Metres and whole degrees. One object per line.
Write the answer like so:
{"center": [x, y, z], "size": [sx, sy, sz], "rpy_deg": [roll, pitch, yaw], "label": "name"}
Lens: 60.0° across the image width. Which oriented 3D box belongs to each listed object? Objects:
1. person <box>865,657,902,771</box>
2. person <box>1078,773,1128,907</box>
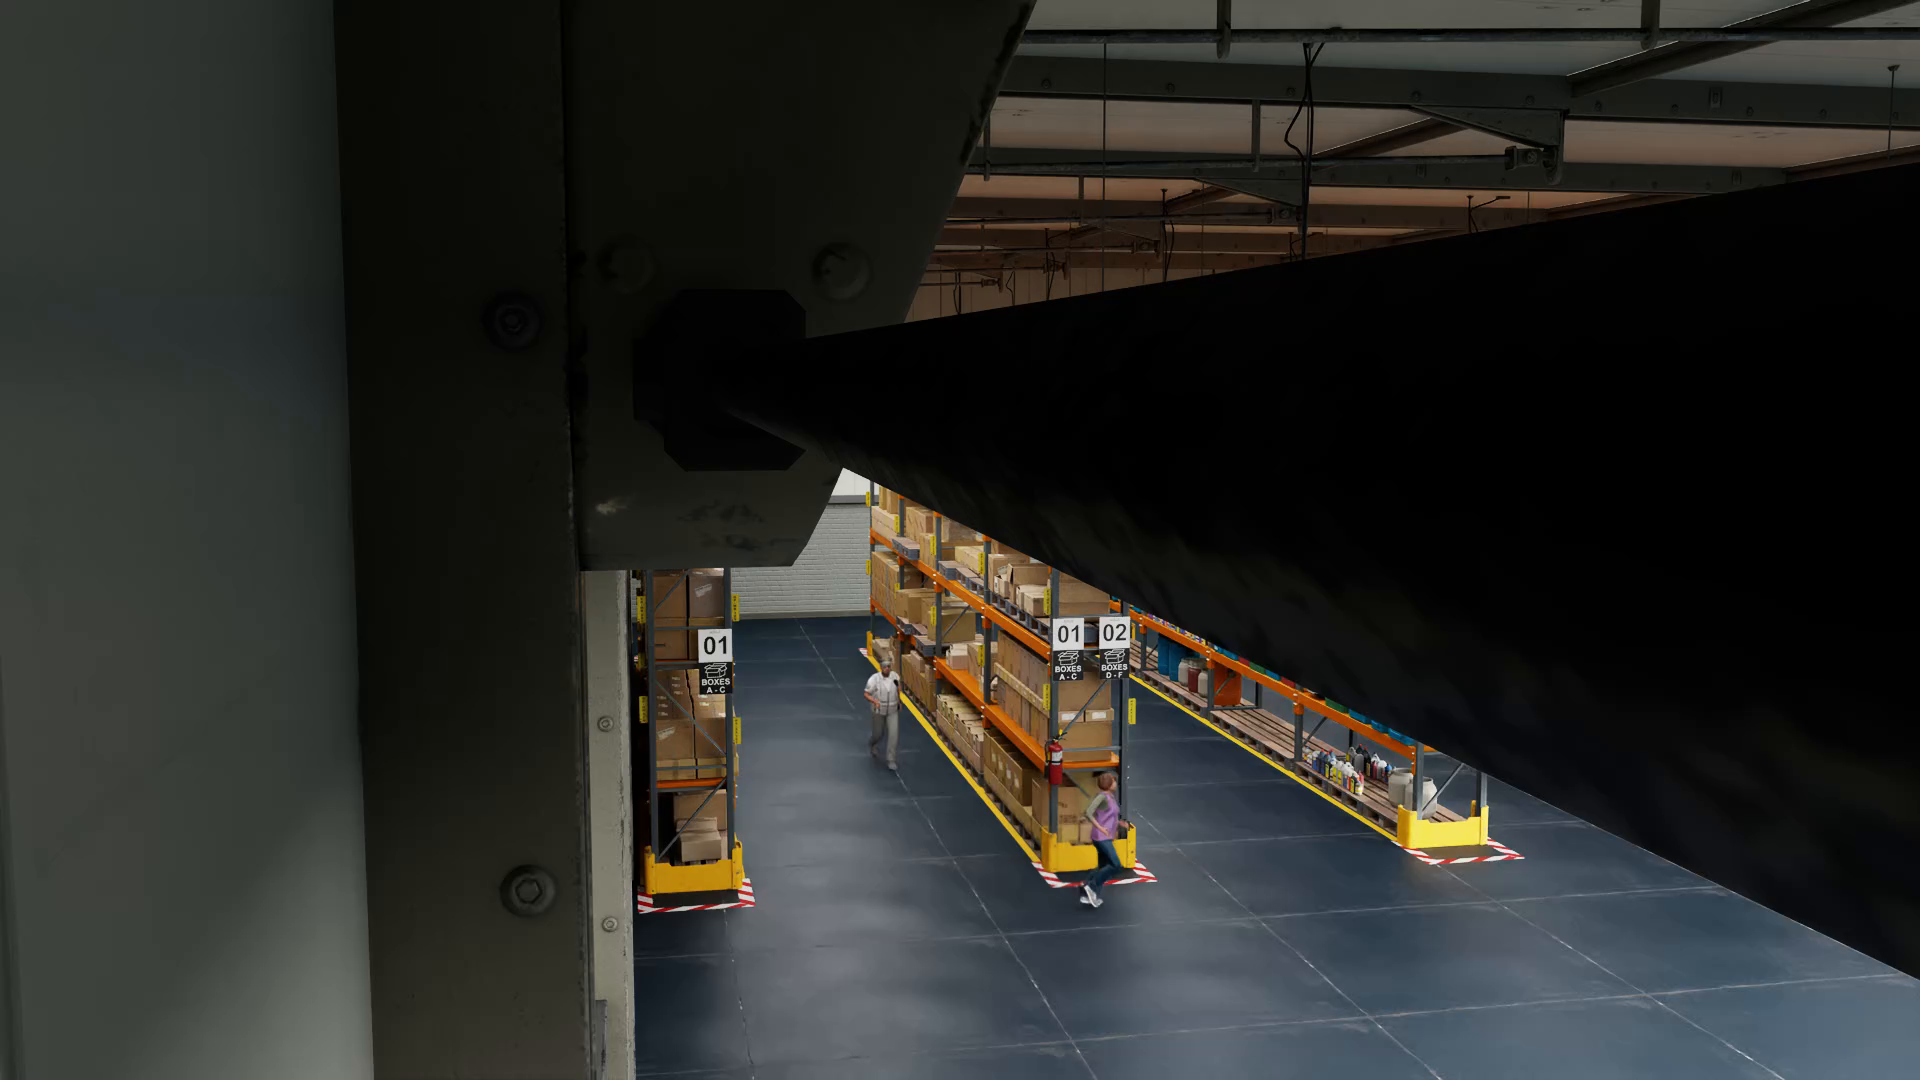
{"center": [-1.208, 2.702, 26.378], "size": [0.647, 1.767, 0.926], "rpy_deg": [-2, 6, -17], "label": "person"}
{"center": [1.708, 3.516, 19.602], "size": [0.559, 1.543, 0.518], "rpy_deg": [2, 6, 16], "label": "person"}
